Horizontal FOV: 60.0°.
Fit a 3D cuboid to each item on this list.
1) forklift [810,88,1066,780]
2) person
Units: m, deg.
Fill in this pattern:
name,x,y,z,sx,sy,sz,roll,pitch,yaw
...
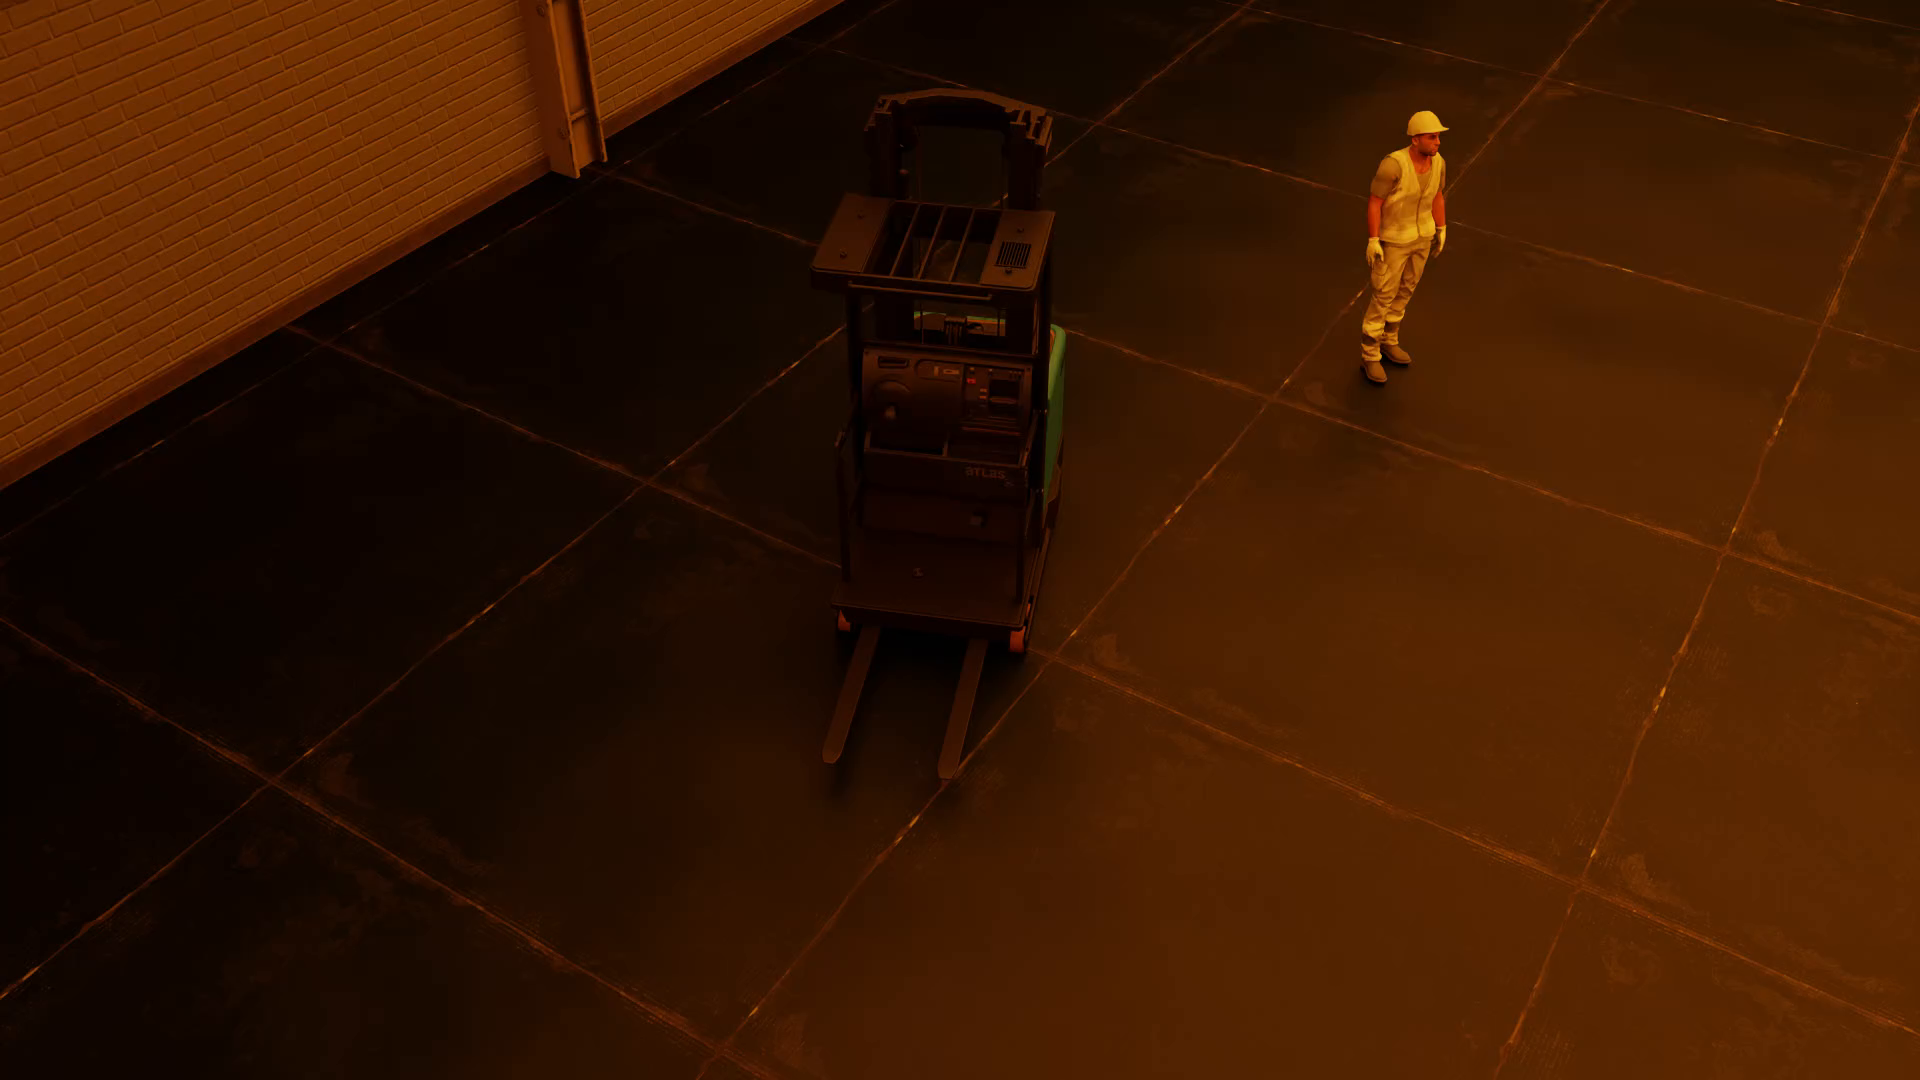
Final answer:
name,x,y,z,sx,sy,sz,roll,pitch,yaw
forklift,-0.108,-0.731,8.830,1.130,2.935,3.031,7,41,8
person,3.030,-1.978,11.174,0.638,1.789,0.563,-17,43,-19
